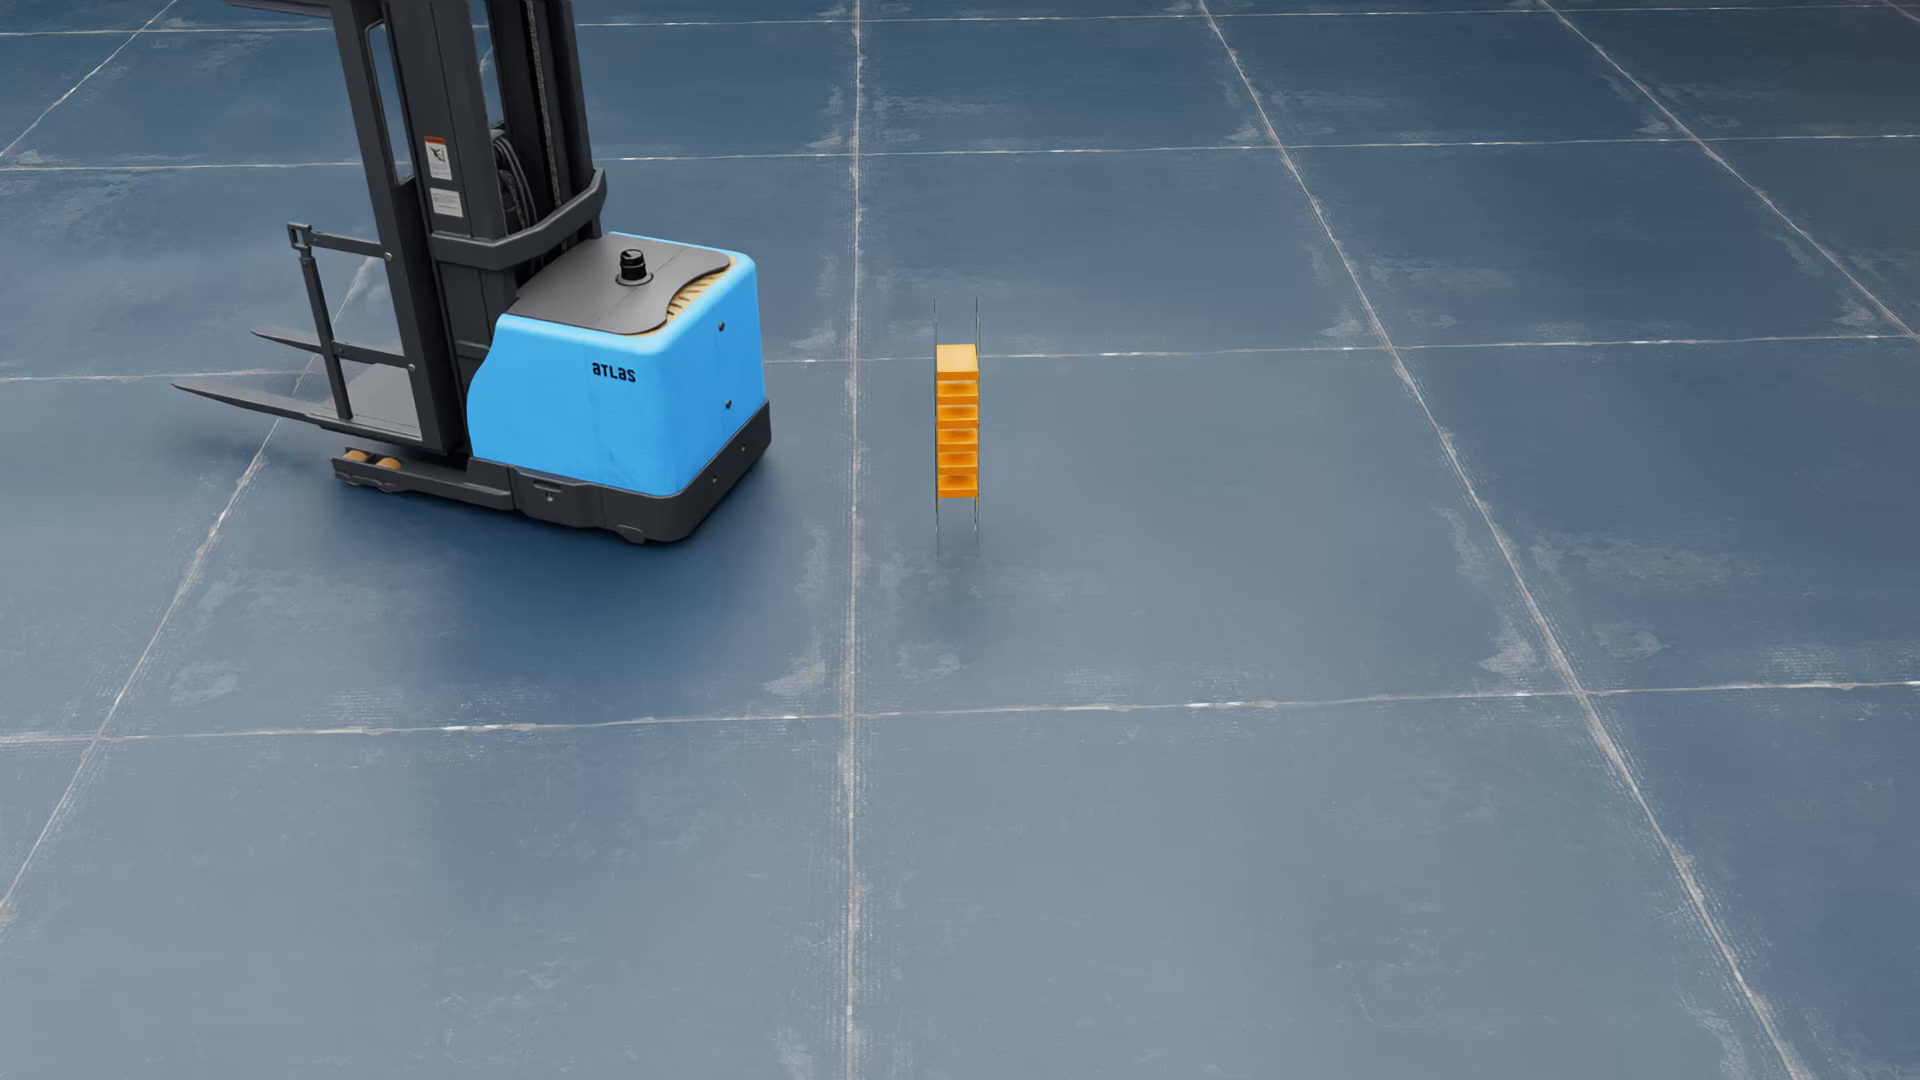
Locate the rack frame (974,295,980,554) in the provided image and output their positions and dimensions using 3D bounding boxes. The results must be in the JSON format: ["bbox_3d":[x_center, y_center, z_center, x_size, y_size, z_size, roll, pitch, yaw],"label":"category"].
[{"bbox_3d":[0.077,-0.495,7.412,0.006,1.200,0.240,-2,35,-2],"label":"rack frame"}]

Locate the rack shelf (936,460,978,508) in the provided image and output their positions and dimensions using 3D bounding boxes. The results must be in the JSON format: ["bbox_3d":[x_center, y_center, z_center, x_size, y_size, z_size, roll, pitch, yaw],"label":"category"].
[{"bbox_3d":[-0.014,-0.259,7.570,0.180,0.103,0.258,-2,35,-2],"label":"rack shelf"}]

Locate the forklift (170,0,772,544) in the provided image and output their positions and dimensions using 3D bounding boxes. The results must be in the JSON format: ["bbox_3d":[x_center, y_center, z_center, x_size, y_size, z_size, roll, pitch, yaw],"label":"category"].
[{"bbox_3d":[-2.517,-1.702,7.634,3.031,2.935,1.130,12,36,17],"label":"forklift"}]

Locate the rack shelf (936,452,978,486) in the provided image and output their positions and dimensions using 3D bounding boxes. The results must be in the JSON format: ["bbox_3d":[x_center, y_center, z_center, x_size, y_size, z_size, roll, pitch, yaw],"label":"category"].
[{"bbox_3d":[-0.014,-0.358,7.502,0.180,0.103,0.258,-2,35,-2],"label":"rack shelf"}]

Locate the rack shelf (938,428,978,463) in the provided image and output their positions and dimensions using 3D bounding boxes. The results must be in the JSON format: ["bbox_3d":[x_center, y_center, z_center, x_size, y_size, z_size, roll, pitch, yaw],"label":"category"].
[{"bbox_3d":[-0.014,-0.456,7.433,0.180,0.103,0.258,-2,35,-2],"label":"rack shelf"}]

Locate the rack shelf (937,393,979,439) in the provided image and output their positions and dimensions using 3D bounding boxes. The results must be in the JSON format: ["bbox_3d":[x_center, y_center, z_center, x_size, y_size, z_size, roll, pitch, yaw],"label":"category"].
[{"bbox_3d":[-0.014,-0.555,7.365,0.180,0.103,0.258,-2,35,-2],"label":"rack shelf"}]

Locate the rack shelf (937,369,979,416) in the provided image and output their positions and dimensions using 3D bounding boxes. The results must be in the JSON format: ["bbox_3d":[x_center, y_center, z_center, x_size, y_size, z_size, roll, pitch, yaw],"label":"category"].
[{"bbox_3d":[-0.014,-0.654,7.297,0.180,0.103,0.258,-2,35,-2],"label":"rack shelf"}]

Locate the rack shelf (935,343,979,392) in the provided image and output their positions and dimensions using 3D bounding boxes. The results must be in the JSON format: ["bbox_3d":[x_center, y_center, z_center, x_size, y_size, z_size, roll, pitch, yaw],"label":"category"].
[{"bbox_3d":[-0.014,-0.752,7.228,0.180,0.103,0.258,-2,35,-2],"label":"rack shelf"}]

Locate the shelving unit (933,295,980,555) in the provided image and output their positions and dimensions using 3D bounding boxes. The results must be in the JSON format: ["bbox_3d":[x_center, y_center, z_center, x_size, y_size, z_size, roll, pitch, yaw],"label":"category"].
[{"bbox_3d":[-0.014,-0.493,7.408,0.189,1.200,0.258,-2,35,-2],"label":"shelving unit"}]

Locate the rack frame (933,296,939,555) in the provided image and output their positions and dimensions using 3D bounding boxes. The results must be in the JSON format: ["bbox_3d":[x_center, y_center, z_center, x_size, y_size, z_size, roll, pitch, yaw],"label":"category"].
[{"bbox_3d":[-0.106,-0.491,7.404,0.006,1.200,0.240,-2,35,-2],"label":"rack frame"}]
